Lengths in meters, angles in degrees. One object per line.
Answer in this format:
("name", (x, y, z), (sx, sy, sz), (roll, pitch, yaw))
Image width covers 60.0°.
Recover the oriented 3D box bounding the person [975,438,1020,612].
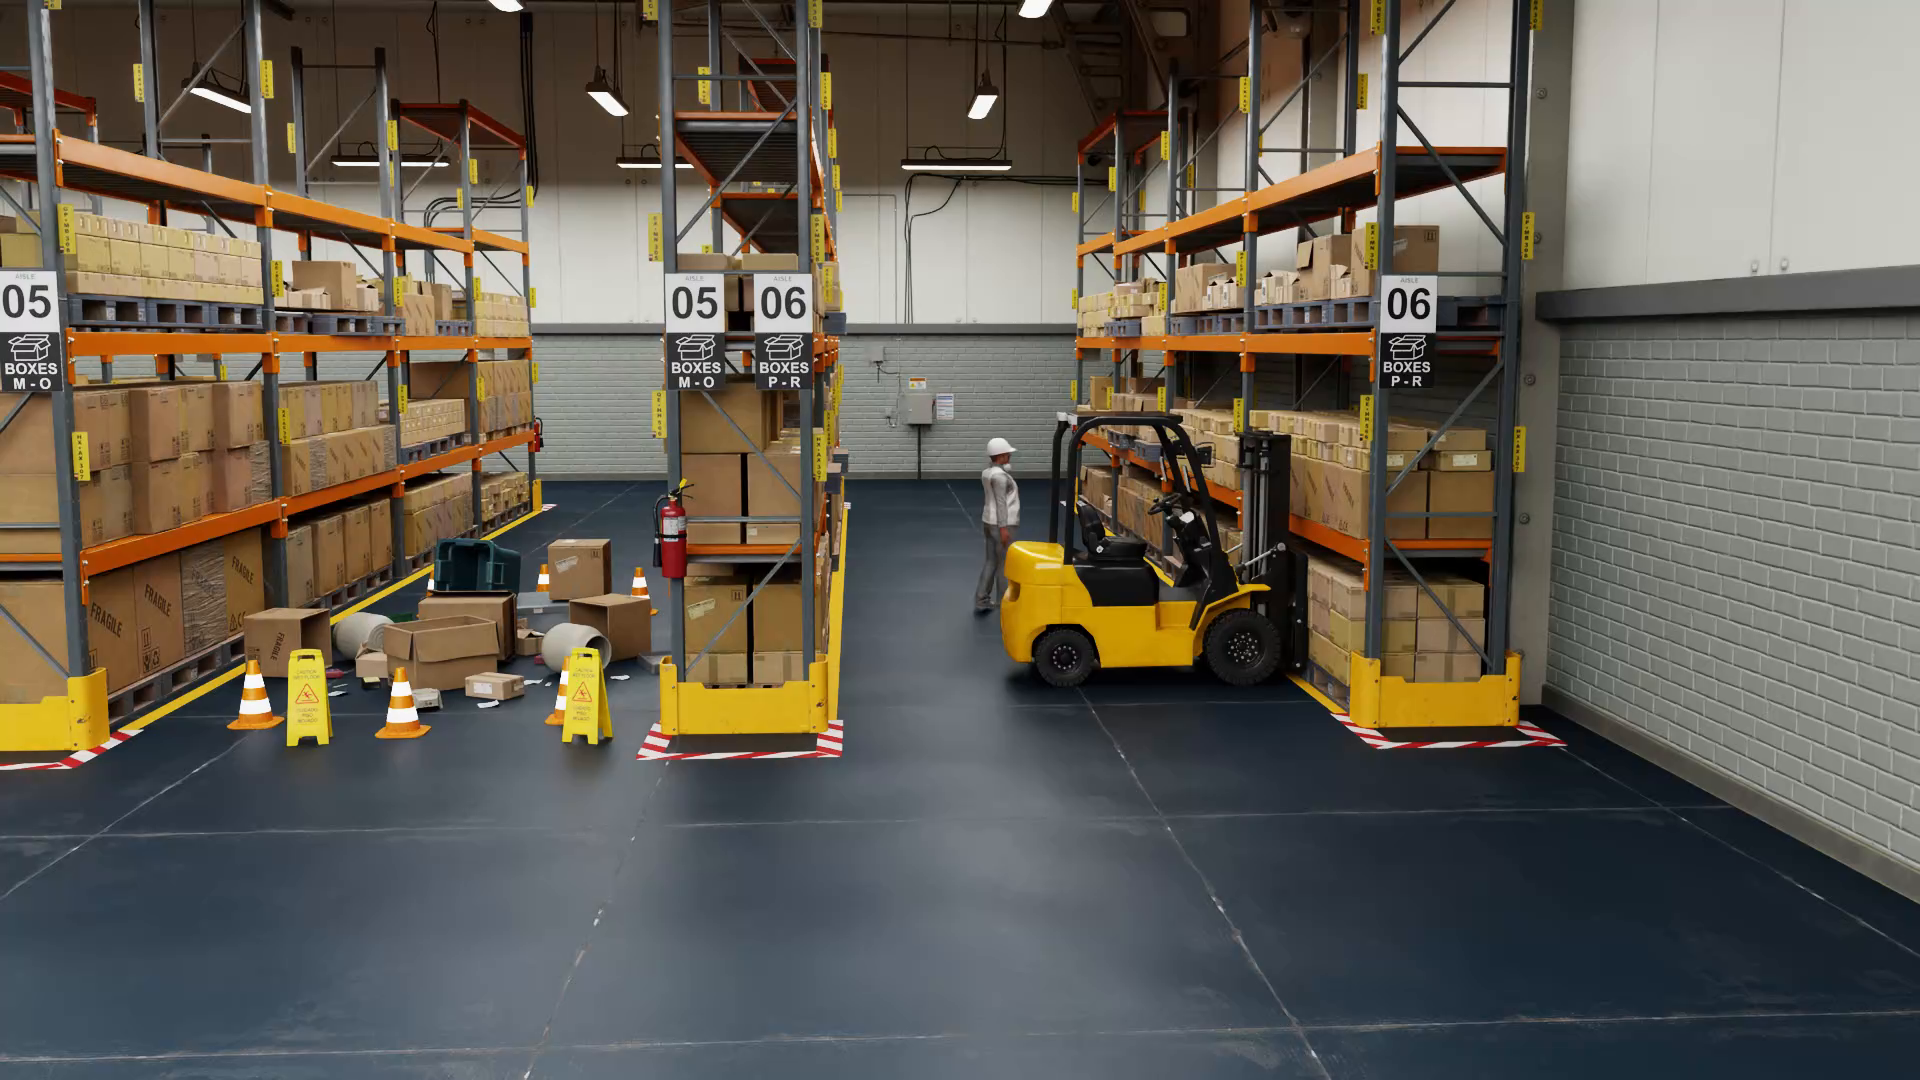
("person", (0.415, -0.150, 16.841), (0.505, 1.776, 0.555), (-2, 7, -17))
